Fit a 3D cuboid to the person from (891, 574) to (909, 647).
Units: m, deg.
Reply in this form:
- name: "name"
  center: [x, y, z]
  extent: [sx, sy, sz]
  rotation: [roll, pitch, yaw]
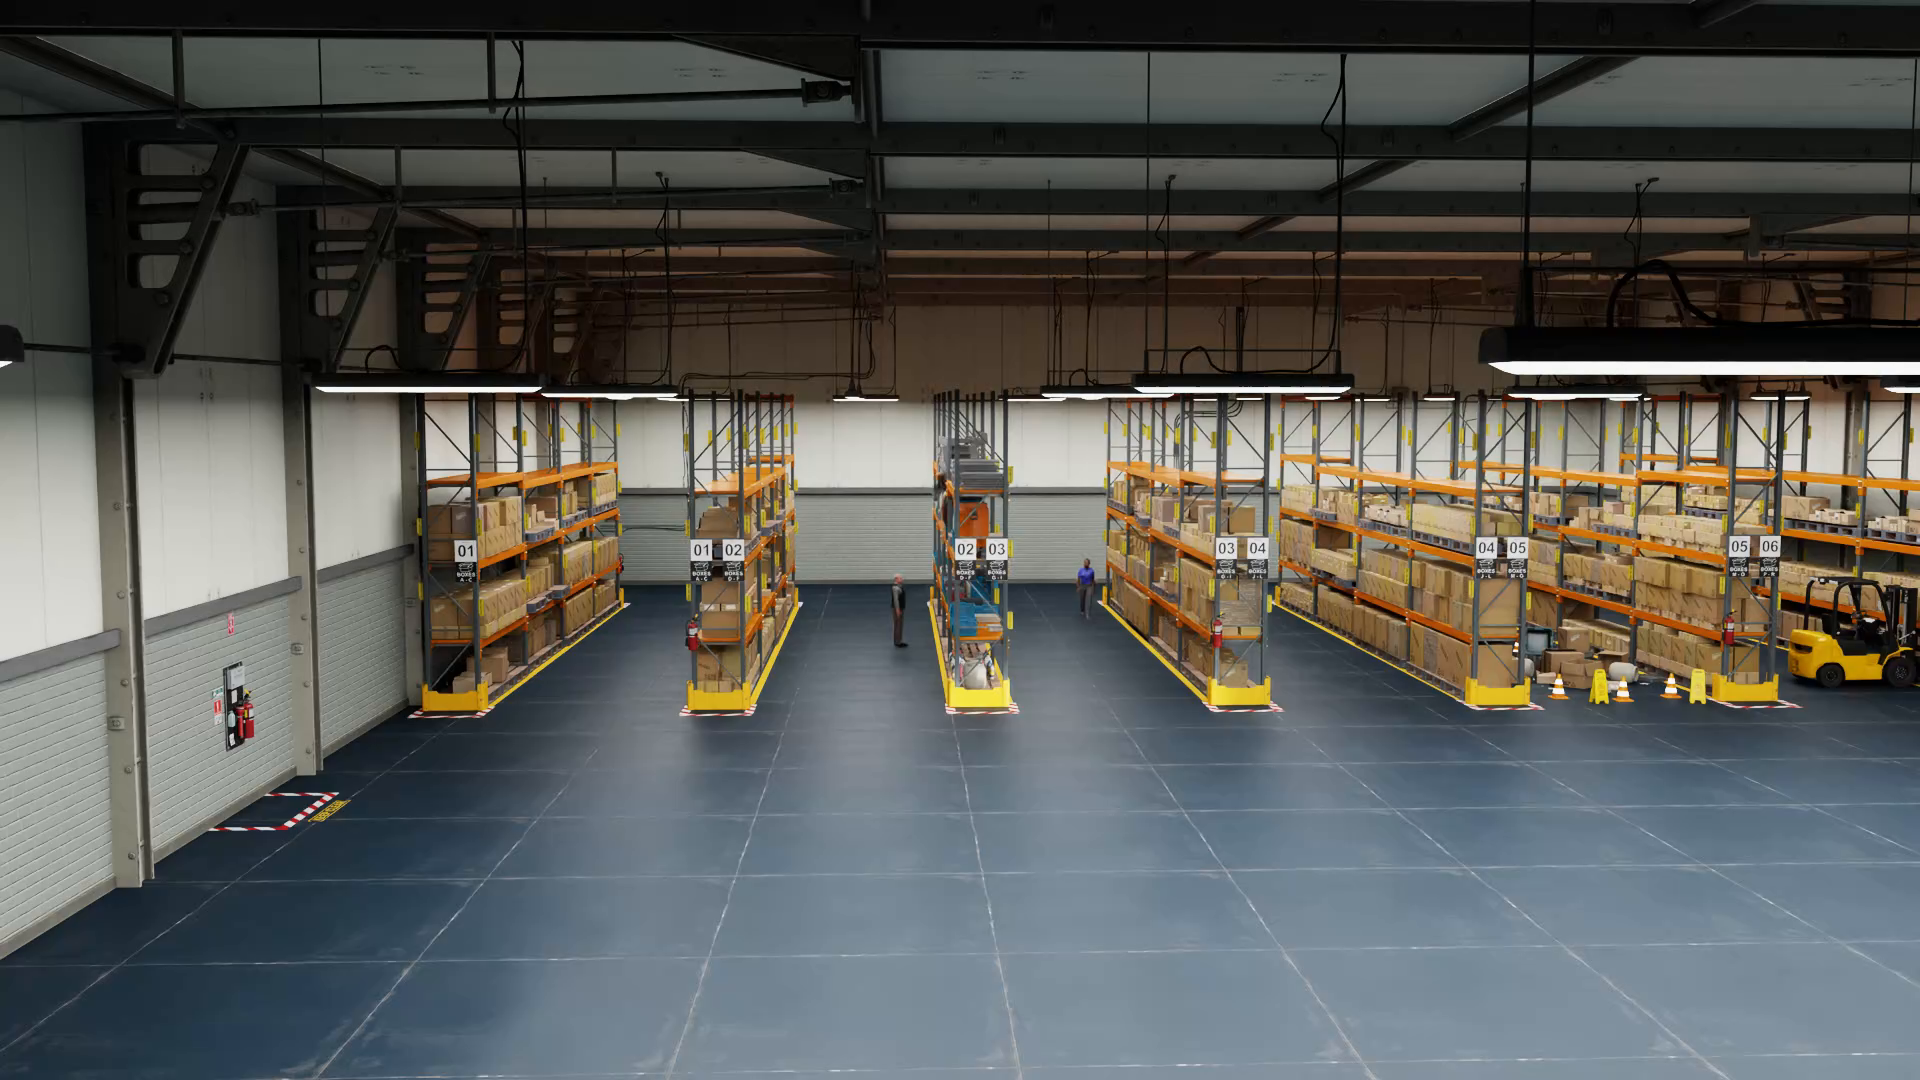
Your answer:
- name: "person"
  center: [-1.409, 1.651, 39.233]
  extent: [0.428, 1.723, 0.589]
  rotation: [0, 5, 4]

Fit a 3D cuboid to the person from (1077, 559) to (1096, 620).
- name: "person"
  center: [3.379, 1.307, 44.381]
  extent: [0.506, 1.597, 0.928]
  rotation: [0, 5, 6]
